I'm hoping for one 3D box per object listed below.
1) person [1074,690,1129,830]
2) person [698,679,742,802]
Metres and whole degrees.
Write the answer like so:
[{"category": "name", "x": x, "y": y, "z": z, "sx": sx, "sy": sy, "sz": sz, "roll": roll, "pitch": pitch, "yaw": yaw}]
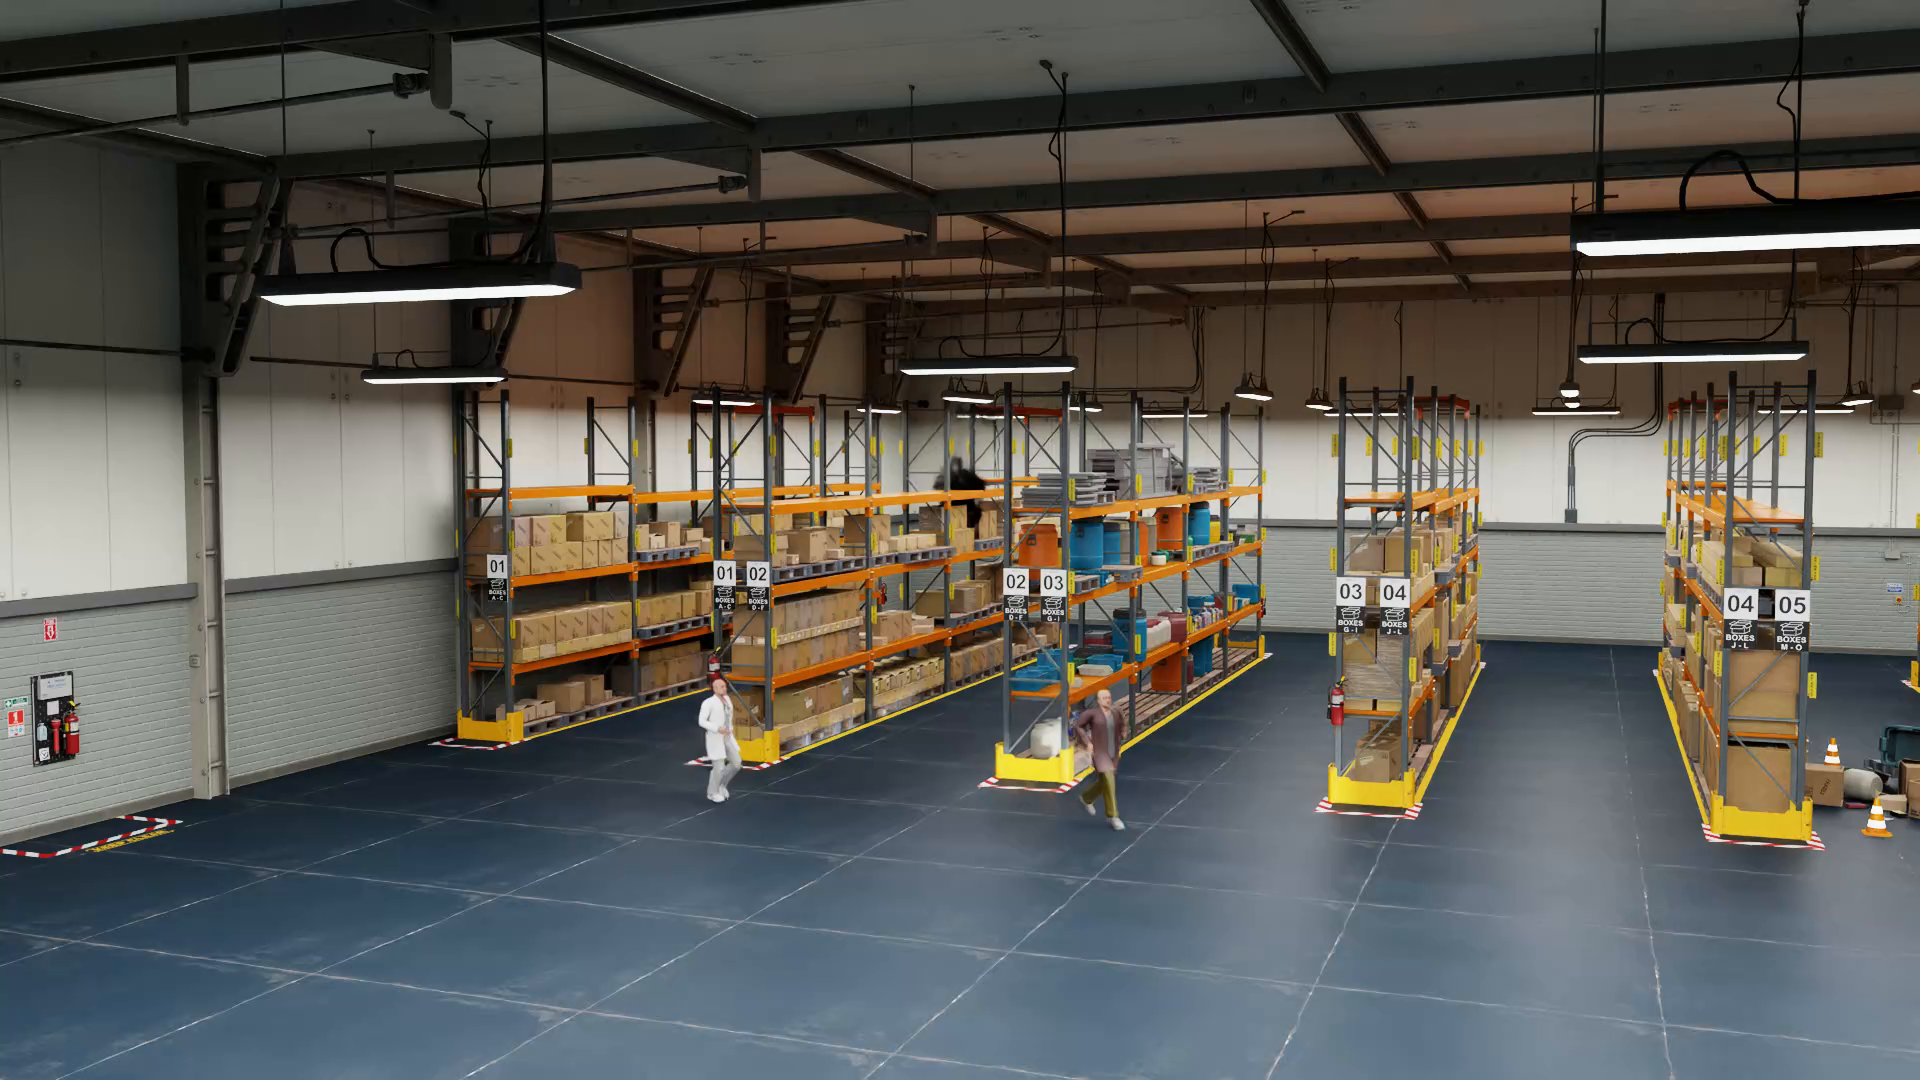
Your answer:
[{"category": "person", "x": 1.926, "y": 2.886, "z": 22.211, "sx": 0.686, "sy": 1.803, "sz": 0.988, "roll": -2, "pitch": 4, "yaw": -33}, {"category": "person", "x": -3.358, "y": 2.834, "z": 23.457, "sx": 0.624, "sy": 1.742, "sz": 0.714, "roll": 3, "pitch": 4, "yaw": 41}]
